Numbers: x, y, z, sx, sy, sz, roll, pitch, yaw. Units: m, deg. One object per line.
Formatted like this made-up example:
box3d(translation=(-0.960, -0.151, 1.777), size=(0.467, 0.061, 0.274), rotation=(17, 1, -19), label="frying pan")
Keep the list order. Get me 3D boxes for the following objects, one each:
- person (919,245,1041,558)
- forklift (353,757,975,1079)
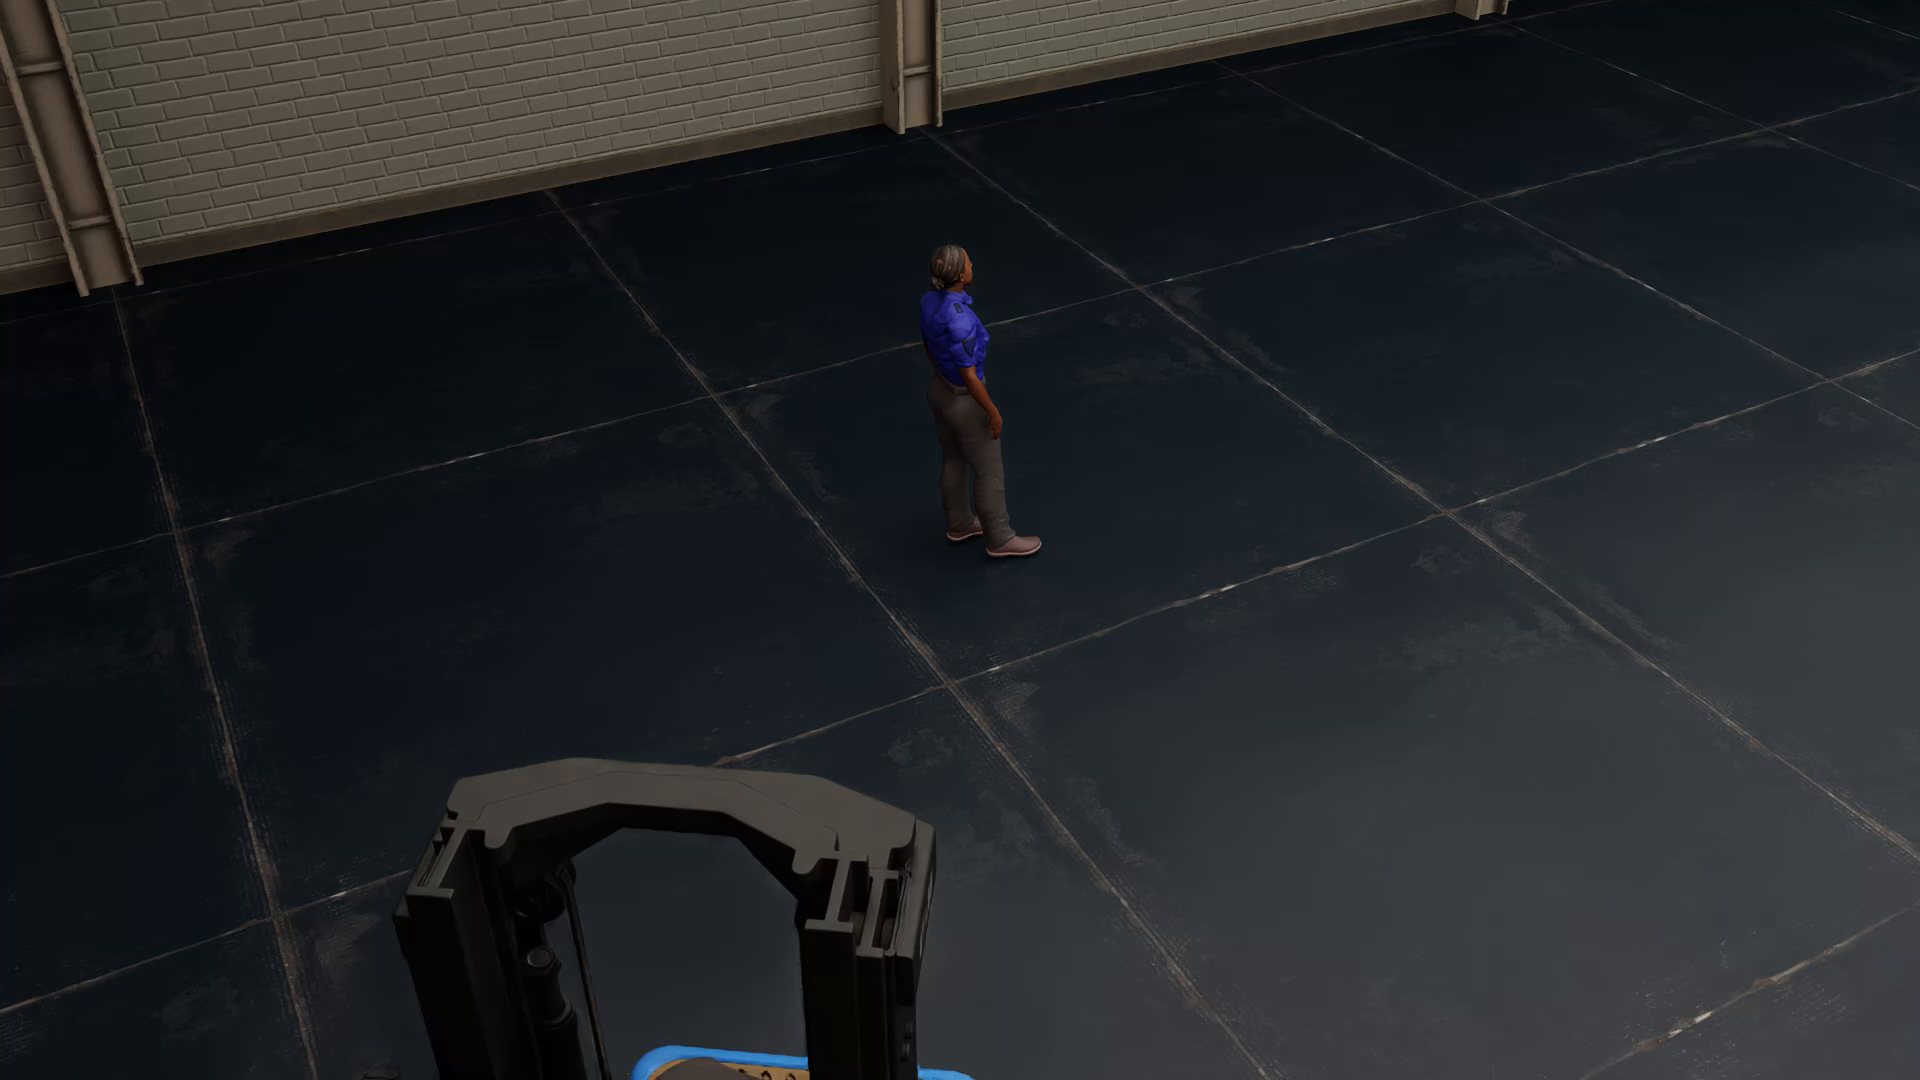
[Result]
box3d(translation=(0.087, -0.695, 8.200), size=(0.504, 1.654, 0.569), rotation=(-17, 39, -23), label="person")
box3d(translation=(-0.583, 1.998, 3.296), size=(1.130, 2.935, 3.031), rotation=(4, 35, 5), label="forklift")
